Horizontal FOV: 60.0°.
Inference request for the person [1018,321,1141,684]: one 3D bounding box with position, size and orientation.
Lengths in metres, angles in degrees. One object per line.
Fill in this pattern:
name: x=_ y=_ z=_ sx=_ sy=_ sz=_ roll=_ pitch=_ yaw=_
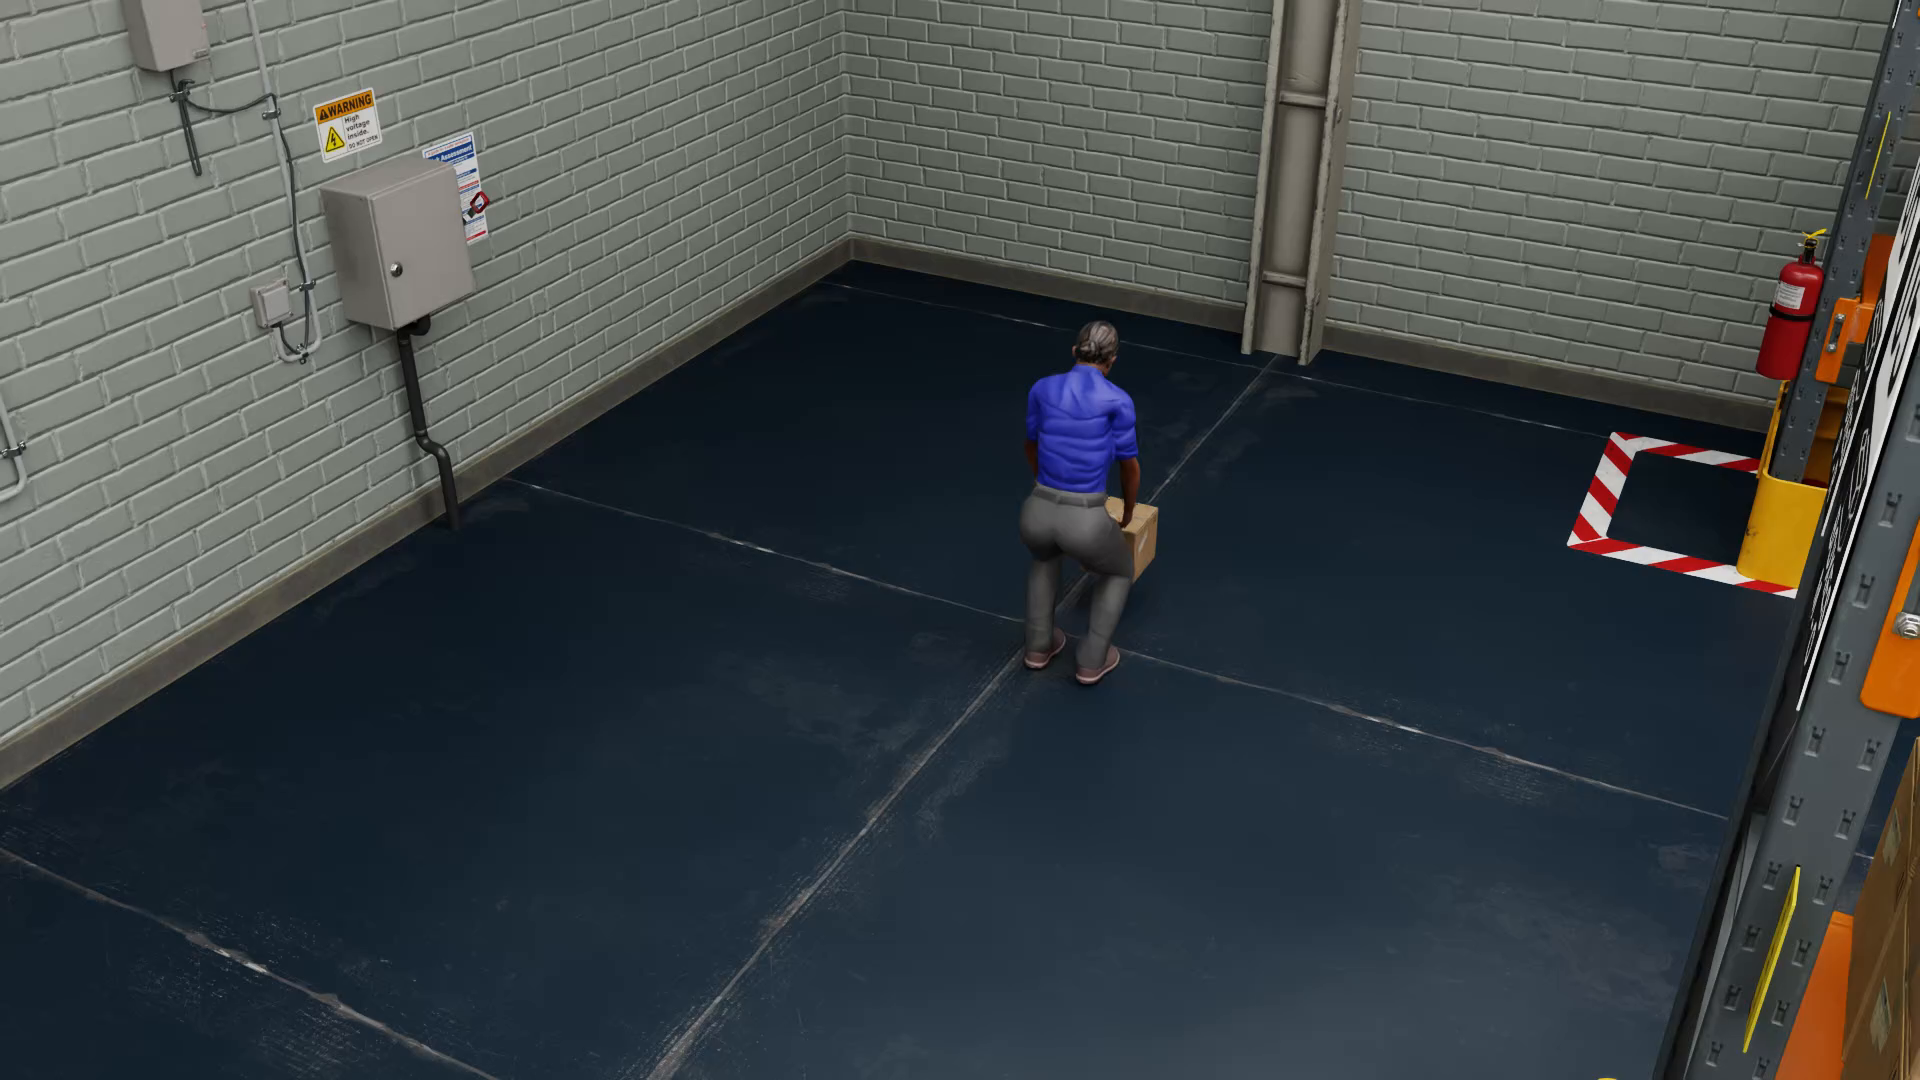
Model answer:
person: x=0.445 y=-0.131 z=6.611 sx=0.494 sy=1.417 sz=0.597 roll=15 pitch=33 yaw=24
